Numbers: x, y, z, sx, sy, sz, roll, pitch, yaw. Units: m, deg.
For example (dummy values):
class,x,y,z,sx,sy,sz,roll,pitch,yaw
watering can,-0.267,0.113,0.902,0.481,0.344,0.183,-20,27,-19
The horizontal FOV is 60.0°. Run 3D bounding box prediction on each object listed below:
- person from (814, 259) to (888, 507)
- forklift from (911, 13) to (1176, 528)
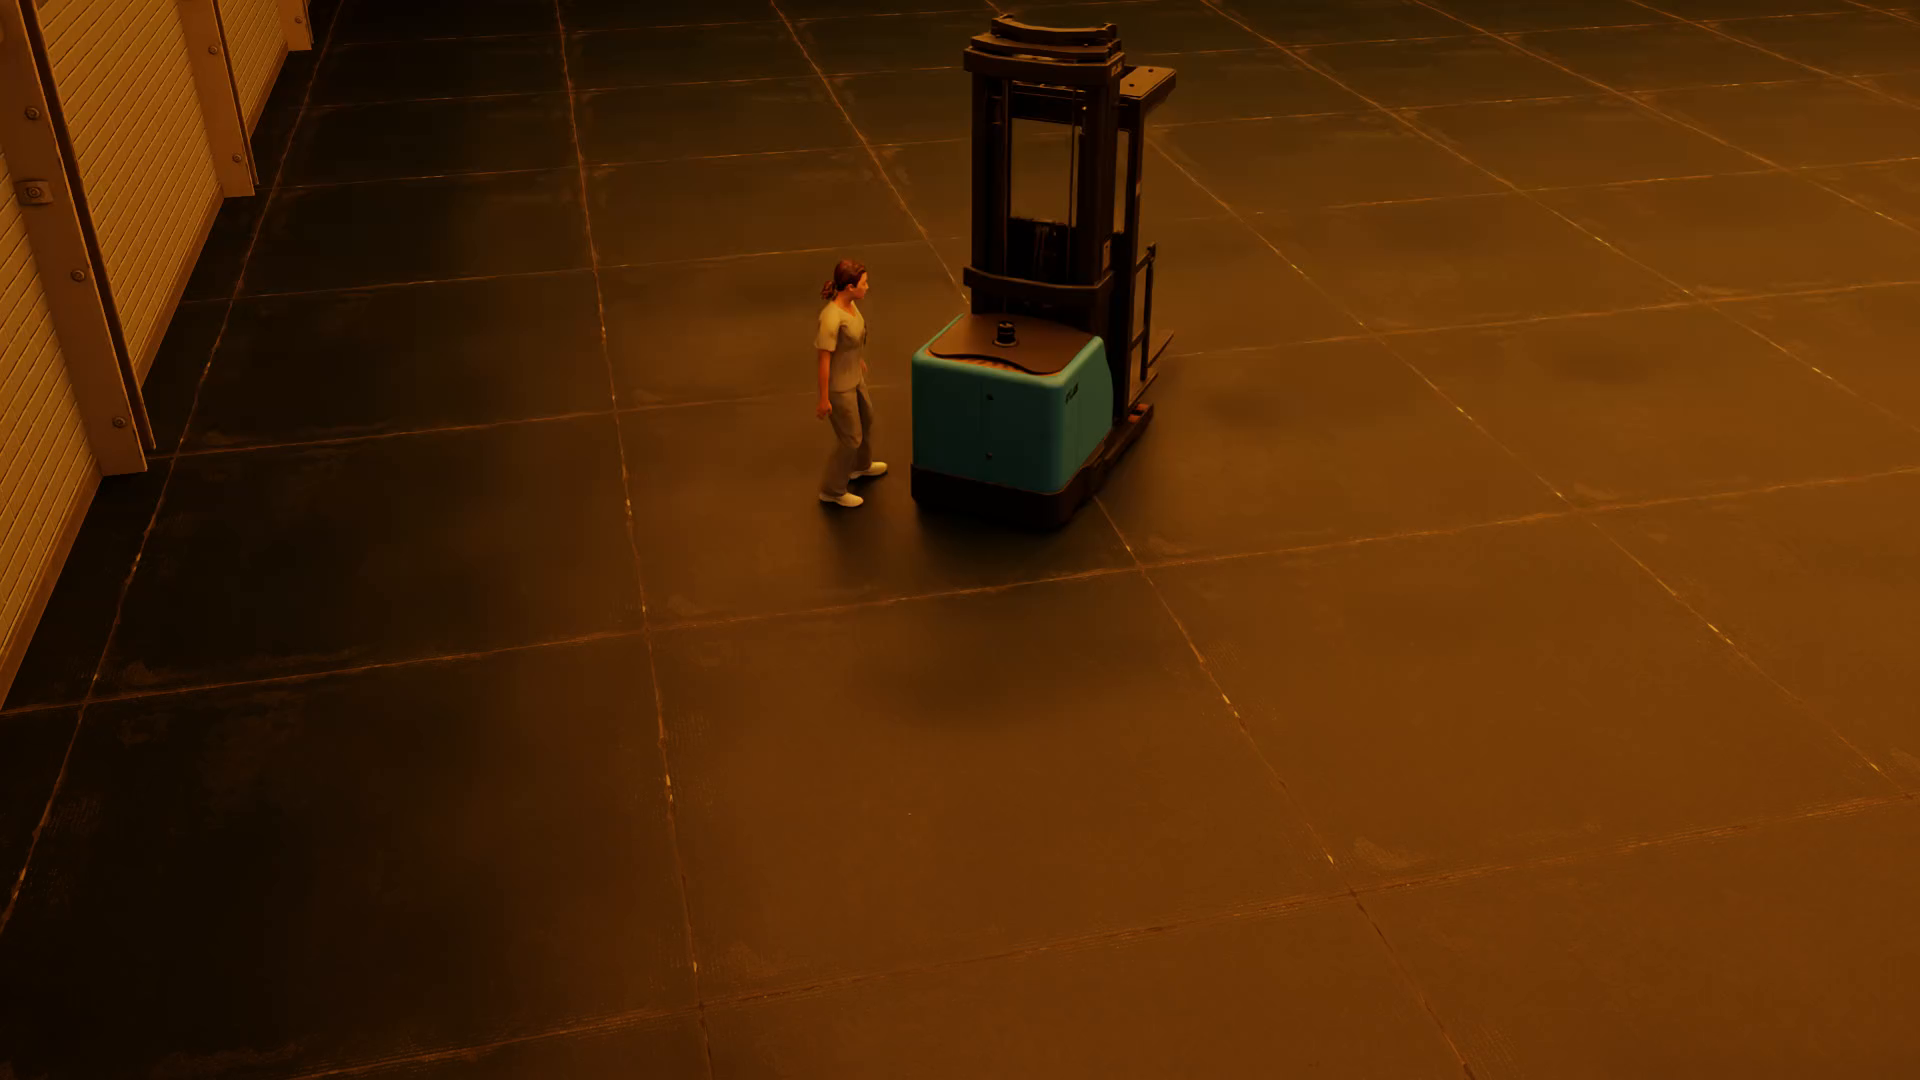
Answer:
class,x,y,z,sx,sy,sz,roll,pitch,yaw
person,-0.730,-1.023,10.629,0.363,1.648,0.749,5,30,9
forklift,0.736,-2.066,11.144,1.130,2.935,3.031,12,32,20
